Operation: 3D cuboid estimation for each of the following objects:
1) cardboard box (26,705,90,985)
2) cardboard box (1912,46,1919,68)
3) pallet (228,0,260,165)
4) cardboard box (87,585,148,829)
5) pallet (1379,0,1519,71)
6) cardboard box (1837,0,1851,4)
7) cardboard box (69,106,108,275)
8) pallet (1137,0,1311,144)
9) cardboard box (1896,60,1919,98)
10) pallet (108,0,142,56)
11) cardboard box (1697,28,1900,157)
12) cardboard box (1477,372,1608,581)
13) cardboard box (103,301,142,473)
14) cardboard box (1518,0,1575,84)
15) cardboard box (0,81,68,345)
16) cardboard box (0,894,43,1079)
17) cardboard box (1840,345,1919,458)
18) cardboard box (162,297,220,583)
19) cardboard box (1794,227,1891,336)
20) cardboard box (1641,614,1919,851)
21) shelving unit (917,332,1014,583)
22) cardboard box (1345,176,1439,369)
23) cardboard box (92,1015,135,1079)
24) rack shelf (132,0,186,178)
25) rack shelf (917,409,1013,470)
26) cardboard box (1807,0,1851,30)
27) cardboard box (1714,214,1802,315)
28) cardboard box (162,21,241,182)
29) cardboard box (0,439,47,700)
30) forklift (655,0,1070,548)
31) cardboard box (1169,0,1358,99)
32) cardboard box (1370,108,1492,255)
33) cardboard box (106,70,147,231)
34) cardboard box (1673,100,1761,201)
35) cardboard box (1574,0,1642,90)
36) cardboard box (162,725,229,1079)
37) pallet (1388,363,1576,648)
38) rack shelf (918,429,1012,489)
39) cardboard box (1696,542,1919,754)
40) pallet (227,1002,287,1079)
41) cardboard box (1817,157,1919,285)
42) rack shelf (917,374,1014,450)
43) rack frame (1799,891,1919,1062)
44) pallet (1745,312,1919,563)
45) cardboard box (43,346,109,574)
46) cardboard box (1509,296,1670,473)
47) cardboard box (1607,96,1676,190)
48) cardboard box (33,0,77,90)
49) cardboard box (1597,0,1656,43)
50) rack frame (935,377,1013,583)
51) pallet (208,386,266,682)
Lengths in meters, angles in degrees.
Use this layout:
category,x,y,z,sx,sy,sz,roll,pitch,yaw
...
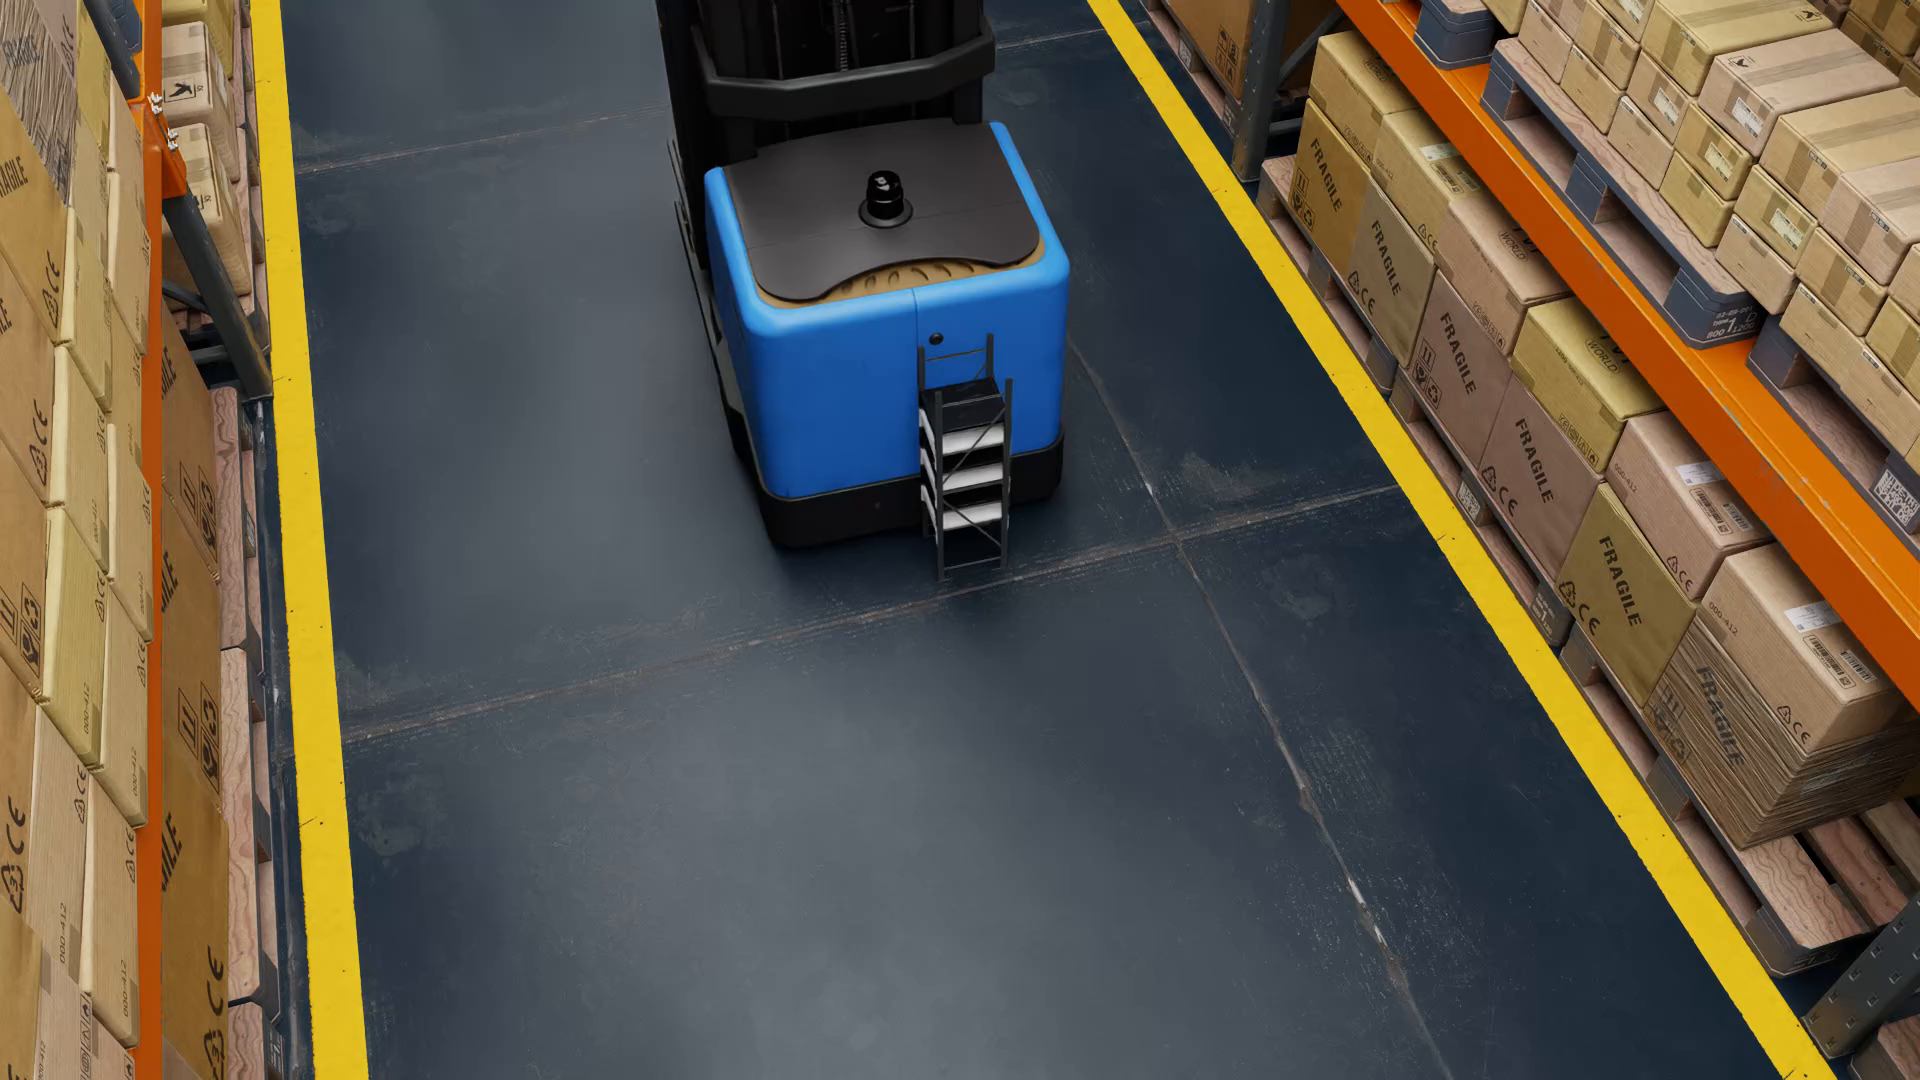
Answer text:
category,x,y,z,sx,sy,sz,roll,pitch,yaw
cardboard box,-1.910,0.621,3.035,0.500,0.250,0.500,-13,51,-10
cardboard box,2.770,-1.281,4.369,0.380,0.149,0.250,-12,51,-10
pallet,-3.638,-1.990,7.289,1.003,0.211,1.213,-13,51,-11
cardboard box,-2.037,0.405,3.544,0.500,0.250,0.500,-14,51,-11
pallet,1.960,-2.063,5.652,1.213,0.211,1.003,-13,51,-11
cardboard box,2.610,-1.668,4.695,0.380,0.149,0.250,-11,51,-9
cardboard box,-2.510,-0.871,4.293,0.500,0.250,0.500,-14,51,-12
pallet,1.486,-2.315,7.563,1.003,0.211,1.213,-13,51,-11
cardboard box,2.760,-1.199,4.494,0.380,0.149,0.250,-14,51,-12
pallet,-3.364,-1.862,5.484,1.213,0.211,1.003,-13,51,-11
cardboard box,2.140,-1.147,4.255,0.380,0.149,0.250,-15,52,-13
cardboard box,2.072,-0.263,5.370,0.500,0.500,0.500,-14,51,-12
cardboard box,-2.354,-0.328,4.163,0.500,0.250,0.500,-14,51,-11
cardboard box,1.908,-1.519,4.958,0.380,0.149,0.250,-12,51,-10
cardboard box,-2.349,-0.727,3.681,0.500,0.500,0.500,-13,51,-11
cardboard box,-1.724,0.753,2.434,0.500,0.500,0.500,-13,51,-11
cardboard box,2.374,-0.371,3.991,0.380,0.149,0.250,-13,51,-11
cardboard box,-2.927,-0.355,5.202,0.875,0.875,0.875,-14,51,-11
cardboard box,2.289,-0.668,4.047,0.380,0.149,0.250,-15,51,-12
cardboard box,2.371,0.487,4.737,0.500,0.500,0.500,-14,51,-12
shelving unit,0.015,-0.247,5.370,0.258,0.900,0.210,-12,51,-10
cardboard box,1.765,-1.010,6.000,0.500,0.500,0.500,-13,51,-11
cardboard box,-1.747,1.161,2.907,0.500,0.250,0.500,-14,51,-12
rack shelf,-3.643,-2.657,6.498,1.077,0.370,4.000,-13,51,-11
rack shelf,0.015,-0.341,5.257,0.258,0.077,0.200,-12,51,-10
cardboard box,2.612,-1.572,4.808,0.380,0.149,0.250,-12,51,-10
cardboard box,2.213,-0.756,4.315,0.380,0.149,0.250,-15,52,-13
cardboard box,-3.435,-1.668,6.639,0.950,0.372,0.625,-14,51,-12
cardboard box,-2.047,0.021,3.051,0.500,0.500,0.500,-14,51,-12
forklift,-0.523,-2.076,5.583,1.130,2.935,3.031,-12,51,-10
cardboard box,1.553,-2.496,7.089,1.050,0.750,0.750,-14,51,-11
cardboard box,1.770,-1.263,5.723,0.500,0.250,0.500,-14,51,-11
cardboard box,-2.654,-1.069,4.787,0.500,0.250,0.500,-15,51,-12
cardboard box,2.130,-1.058,4.375,0.380,0.149,0.250,-13,51,-11
cardboard box,1.981,-1.432,4.691,0.380,0.149,0.250,-14,51,-11
cardboard box,-2.403,0.950,4.102,0.875,0.875,0.875,-12,51,-10
pallet,2.234,-0.262,5.832,1.003,0.211,1.213,-13,51,-11
rack shelf,0.015,-0.283,5.326,0.258,0.077,0.200,-12,51,-10
cardboard box,2.368,0.242,4.453,0.500,0.250,0.500,-15,51,-12
pallet,-2.169,1.846,4.056,1.003,0.211,1.213,-13,51,-11
cardboard box,2.292,-0.771,3.939,0.380,0.149,0.250,-13,51,-11
rack shelf,0.015,-0.399,5.189,0.258,0.077,0.200,-12,51,-10
rack frame,2.830,0.301,3.535,1.000,3.000,0.127,-13,51,-11
pallet,2.743,-0.229,4.106,1.003,0.211,1.213,-13,51,-11
cardboard box,-2.186,-0.122,3.662,0.500,0.250,0.500,-15,51,-12
cardboard box,2.059,-0.519,5.095,0.500,0.250,0.500,-15,52,-13
cardboard box,2.056,-1.145,4.643,0.380,0.149,0.250,-15,51,-12
cardboard box,-2.649,-1.464,4.303,0.500,0.500,0.500,-15,51,-12
cardboard box,1.989,-1.526,4.575,0.380,0.149,0.250,-12,51,-10
rack frame,0.041,-0.172,5.306,0.240,0.900,0.006,-12,51,-10
pallet,-2.890,0.064,5.558,1.003,0.211,1.213,-13,51,-11
